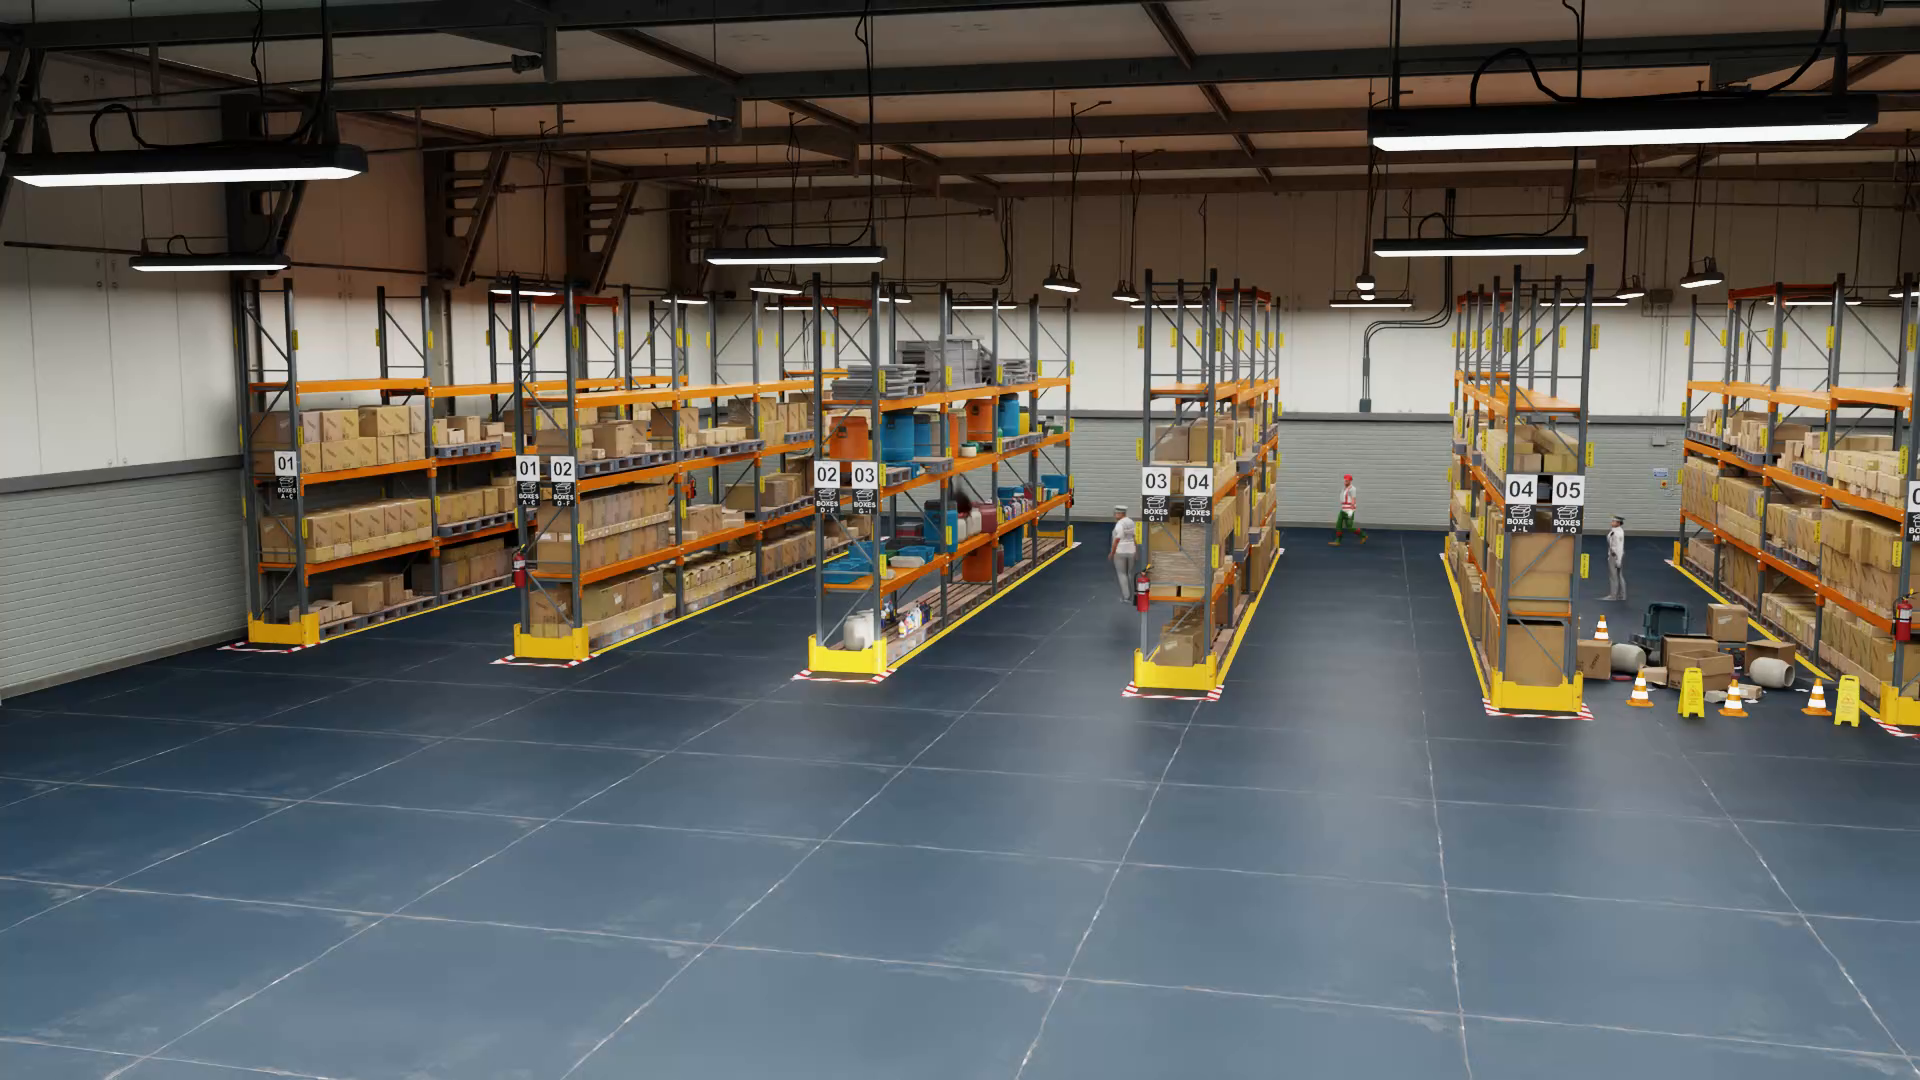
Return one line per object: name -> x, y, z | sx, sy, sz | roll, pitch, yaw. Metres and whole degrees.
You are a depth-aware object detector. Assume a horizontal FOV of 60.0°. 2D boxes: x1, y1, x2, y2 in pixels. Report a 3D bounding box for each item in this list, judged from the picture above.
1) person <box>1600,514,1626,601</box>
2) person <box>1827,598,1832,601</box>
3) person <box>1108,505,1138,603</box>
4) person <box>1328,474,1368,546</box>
person -> 12.659, 0.334, 32.088 | 0.432, 1.682, 0.500 | 4, 8, 33
person -> 16.806, 0.365, 31.819 | 0.524, 1.684, 0.458 | -6, 9, -43
person -> 2.938, 0.288, 29.977 | 0.580, 1.832, 0.620 | -4, 8, -28
person -> 9.449, -0.713, 40.383 | 0.919, 1.767, 0.565 | 0, 7, -2
